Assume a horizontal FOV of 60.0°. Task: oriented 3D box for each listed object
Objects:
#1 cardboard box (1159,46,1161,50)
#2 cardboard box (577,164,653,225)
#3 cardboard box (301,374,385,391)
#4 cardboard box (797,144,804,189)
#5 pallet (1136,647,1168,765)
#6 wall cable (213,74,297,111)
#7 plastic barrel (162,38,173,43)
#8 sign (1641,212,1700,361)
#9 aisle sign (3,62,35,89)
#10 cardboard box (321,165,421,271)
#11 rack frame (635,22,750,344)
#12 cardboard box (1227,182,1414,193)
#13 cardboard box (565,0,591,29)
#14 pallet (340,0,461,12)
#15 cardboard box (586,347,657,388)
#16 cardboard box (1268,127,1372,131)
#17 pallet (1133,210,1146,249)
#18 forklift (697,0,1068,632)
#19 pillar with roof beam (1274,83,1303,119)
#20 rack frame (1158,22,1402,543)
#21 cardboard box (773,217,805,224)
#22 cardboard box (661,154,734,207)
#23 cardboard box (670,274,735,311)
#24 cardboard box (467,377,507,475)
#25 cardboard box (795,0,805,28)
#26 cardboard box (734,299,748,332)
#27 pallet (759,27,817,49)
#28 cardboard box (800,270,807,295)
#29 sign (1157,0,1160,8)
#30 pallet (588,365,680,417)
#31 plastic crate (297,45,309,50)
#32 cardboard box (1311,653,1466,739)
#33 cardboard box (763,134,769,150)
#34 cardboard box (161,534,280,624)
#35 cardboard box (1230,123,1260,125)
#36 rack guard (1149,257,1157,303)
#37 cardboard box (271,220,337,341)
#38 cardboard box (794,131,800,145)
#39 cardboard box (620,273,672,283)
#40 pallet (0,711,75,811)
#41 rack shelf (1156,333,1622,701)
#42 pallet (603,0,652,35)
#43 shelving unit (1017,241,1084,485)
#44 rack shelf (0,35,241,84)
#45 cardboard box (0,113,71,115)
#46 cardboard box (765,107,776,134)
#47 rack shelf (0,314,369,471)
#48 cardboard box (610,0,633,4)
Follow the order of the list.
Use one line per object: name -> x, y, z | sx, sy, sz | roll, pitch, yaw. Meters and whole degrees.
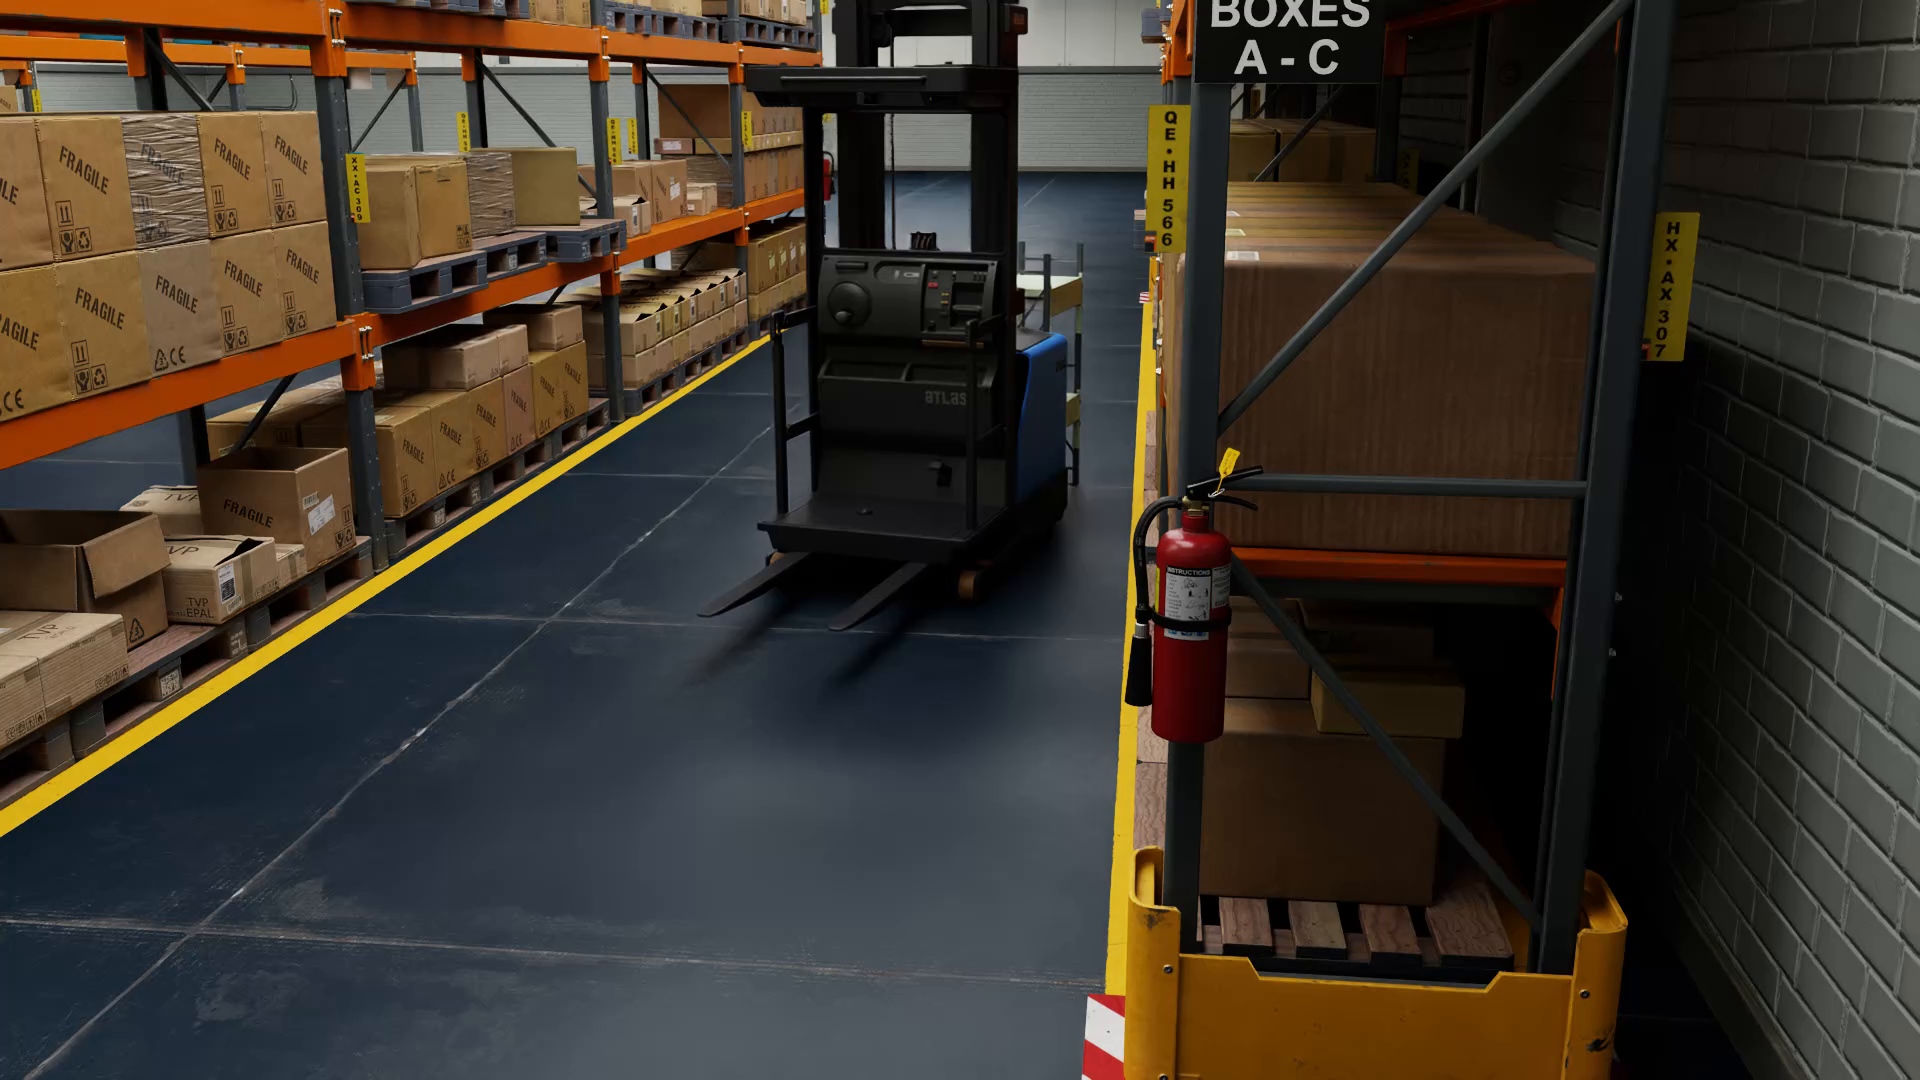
cardboard box -> 2.432, -5.557, 17.988 | 0.500, 0.500, 0.500 | 3, 15, 10
cardboard box -> -2.838, -2.822, 13.661 | 0.500, 0.500, 0.500 | 1, 15, 3
cardboard box -> -3.571, -0.701, 9.954 | 0.500, 0.500, 0.500 | 2, 15, 7
cardboard box -> -2.174, -4.341, 19.277 | 0.700, 0.500, 0.500 | 2, 15, 6
pallet -> 1.161, 0.702, 6.160 | 1.003, 0.211, 1.213 | 2, 15, 6
wall cable -> -22.673, -14.892, 52.945 | 3.097, 2.526, 0.112 | 2, 15, 6
plastic barrel -> -7.397, -4.905, 14.847 | 0.600, 0.901, 0.600 | 0, 15, 0
sign -> 1.559, -0.557, 3.664 | 0.100, 0.325, 0.005 | 2, 15, 6
aisle sign -> -11.646, -5.968, 20.506 | 0.394, 0.787, 0.004 | 2, 15, 6
cardboard box -> -3.187, -1.668, 8.589 | 0.700, 0.500, 0.500 | -3, 16, -13
rack frame -> -2.560, -3.376, 15.900 | 1.000, 3.000, 0.127 | 2, 15, 6
cardboard box -> 1.382, -1.161, 7.133 | 0.980, 0.700, 0.700 | 2, 15, 7
cardboard box -> -3.027, -3.720, 11.236 | 0.910, 0.500, 0.500 | 2, 15, 6
pallet -> -3.319, -2.825, 8.477 | 1.213, 0.211, 1.003 | 2, 15, 6
cardboard box -> -2.660, -1.341, 12.838 | 0.500, 0.250, 0.500 | 2, 15, 6
cardboard box -> 1.823, -1.967, 8.453 | 0.500, 0.250, 0.500 | 2, 15, 7
pallet -> 1.886, -2.289, 12.247 | 1.213, 0.211, 1.003 | 2, 15, 6
forklift -> -0.331, -1.226, 8.082 | 1.130, 2.935, 3.031 | 5, 16, 18
pillar with roof beam -> -0.683, -7.084, 18.121 | 9.100, 9.000, 0.400 | 2, 15, 6
rack frame -> 1.460, -1.156, 7.690 | 1.000, 3.000, 0.127 | 2, 15, 6
cardboard box -> -1.873, -3.503, 19.396 | 0.500, 0.500, 0.500 | 2, 15, 6
cardboard box -> -2.516, -3.539, 16.313 | 0.700, 0.500, 0.500 | 1, 15, 5
cardboard box -> -2.373, -2.273, 15.211 | 0.500, 0.311, 0.500 | 2, 15, 8
cardboard box -> -3.053, -0.693, 9.924 | 0.500, 0.500, 0.500 | 2, 15, 7
cardboard box -> -2.178, -6.032, 18.708 | 0.797, 0.503, 0.637 | 3, 15, 10
cardboard box -> -2.319, -2.135, 15.775 | 0.500, 0.250, 0.500 | 2, 15, 6
pallet -> -2.214, -5.636, 18.681 | 1.003, 0.211, 1.213 | 2, 15, 6
cardboard box -> -1.975, -2.881, 18.533 | 0.500, 0.250, 0.500 | 2, 15, 6
sign -> 1.823, -4.942, 14.956 | 0.100, 0.325, 0.005 | 2, 15, 6
pallet -> -2.880, -1.205, 13.212 | 1.003, 0.211, 1.213 | 2, 15, 6
plastic crate -> -7.033, -5.270, 17.563 | 0.336, 0.188, 0.450 | 2, 15, 6
cardboard box -> 1.173, 0.426, 4.581 | 0.380, 0.149, 0.250 | 2, 15, 7
cardboard box -> -2.196, -4.135, 17.275 | 0.380, 0.149, 0.250 | 1, 15, 5
cardboard box -> -3.330, 0.135, 7.223 | 0.500, 0.311, 0.500 | 2, 15, 6
cardboard box -> 1.440, -2.245, 9.481 | 0.500, 0.250, 0.500 | 1, 15, 5
rack guard -> 2.805, -3.042, 19.454 | 1.175, 0.500, 0.348 | 2, 15, 6
cardboard box -> -3.264, -1.212, 7.706 | 0.500, 0.500, 0.500 | 2, 15, 7
cardboard box -> -2.019, -4.536, 18.755 | 0.380, 0.149, 0.250 | 1, 15, 5
cardboard box -> -2.916, -2.292, 15.282 | 0.500, 0.311, 0.500 | 2, 15, 6
pallet -> -3.816, 0.856, 5.591 | 1.003, 0.211, 1.213 | 2, 15, 6
rack shelf -> 1.234, -0.290, 5.866 | 1.077, 0.370, 4.000 | 2, 15, 6
pallet -> -3.023, -3.874, 12.357 | 1.213, 0.211, 1.003 | 2, 15, 9
shelving unit -> 0.436, -0.995, 9.968 | 0.431, 1.500, 0.755 | 5, 16, 18
rack shelf -> -7.707, -4.105, 14.227 | 1.077, 0.370, 4.000 | 2, 15, 6
cardboard box -> -3.912, -1.451, 6.674 | 0.500, 0.500, 0.500 | 1, 15, 5
cardboard box -> -2.346, -4.556, 17.588 | 0.700, 0.500, 0.500 | 2, 15, 6
rack shelf -> -3.688, -0.435, 6.402 | 1.077, 0.370, 4.000 | 2, 15, 6
cardboard box -> -2.899, -4.320, 13.130 | 0.500, 0.250, 0.500 | 1, 15, 5
